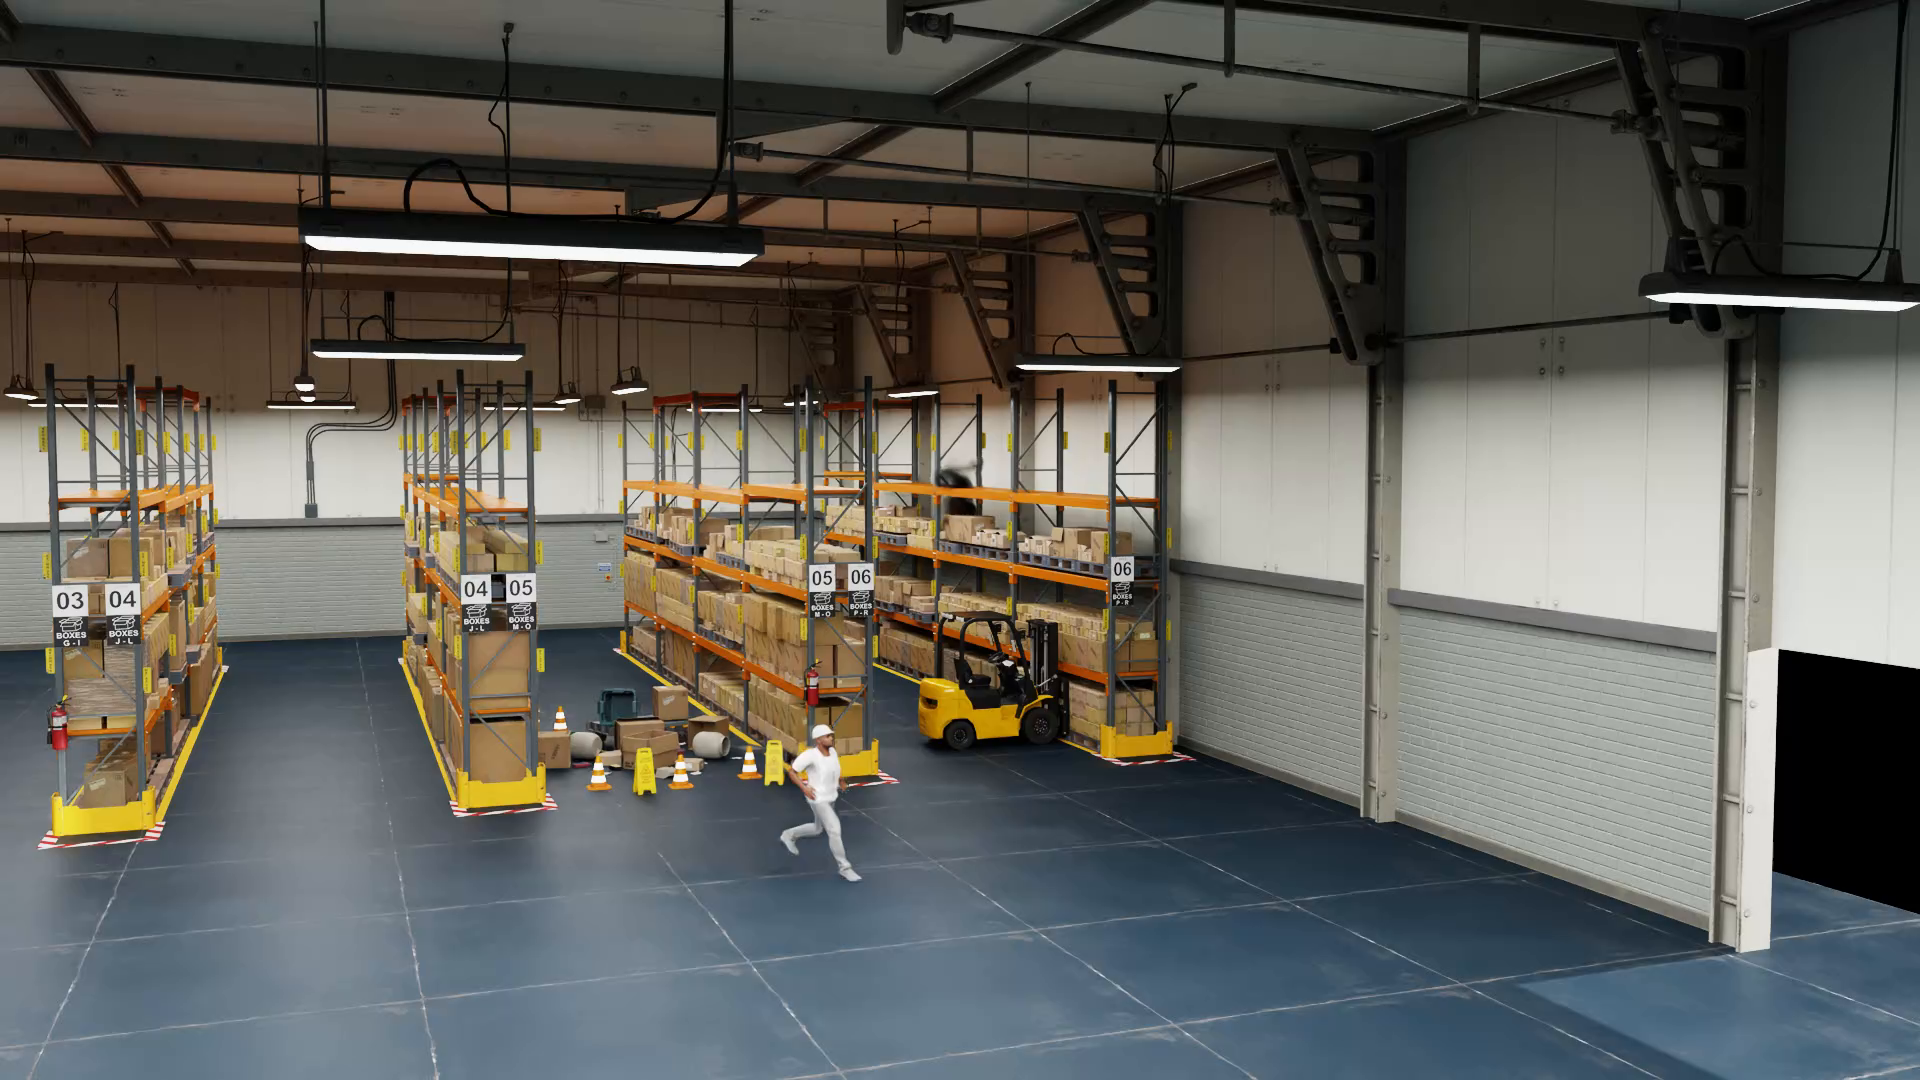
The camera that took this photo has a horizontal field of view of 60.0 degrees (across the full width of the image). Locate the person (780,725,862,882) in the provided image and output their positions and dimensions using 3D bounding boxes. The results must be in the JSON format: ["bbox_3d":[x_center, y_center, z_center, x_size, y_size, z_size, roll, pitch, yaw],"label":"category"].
[{"bbox_3d":[-1.606,3.008,19.270,1.147,1.766,0.666,1,4,24],"label":"person"}]
